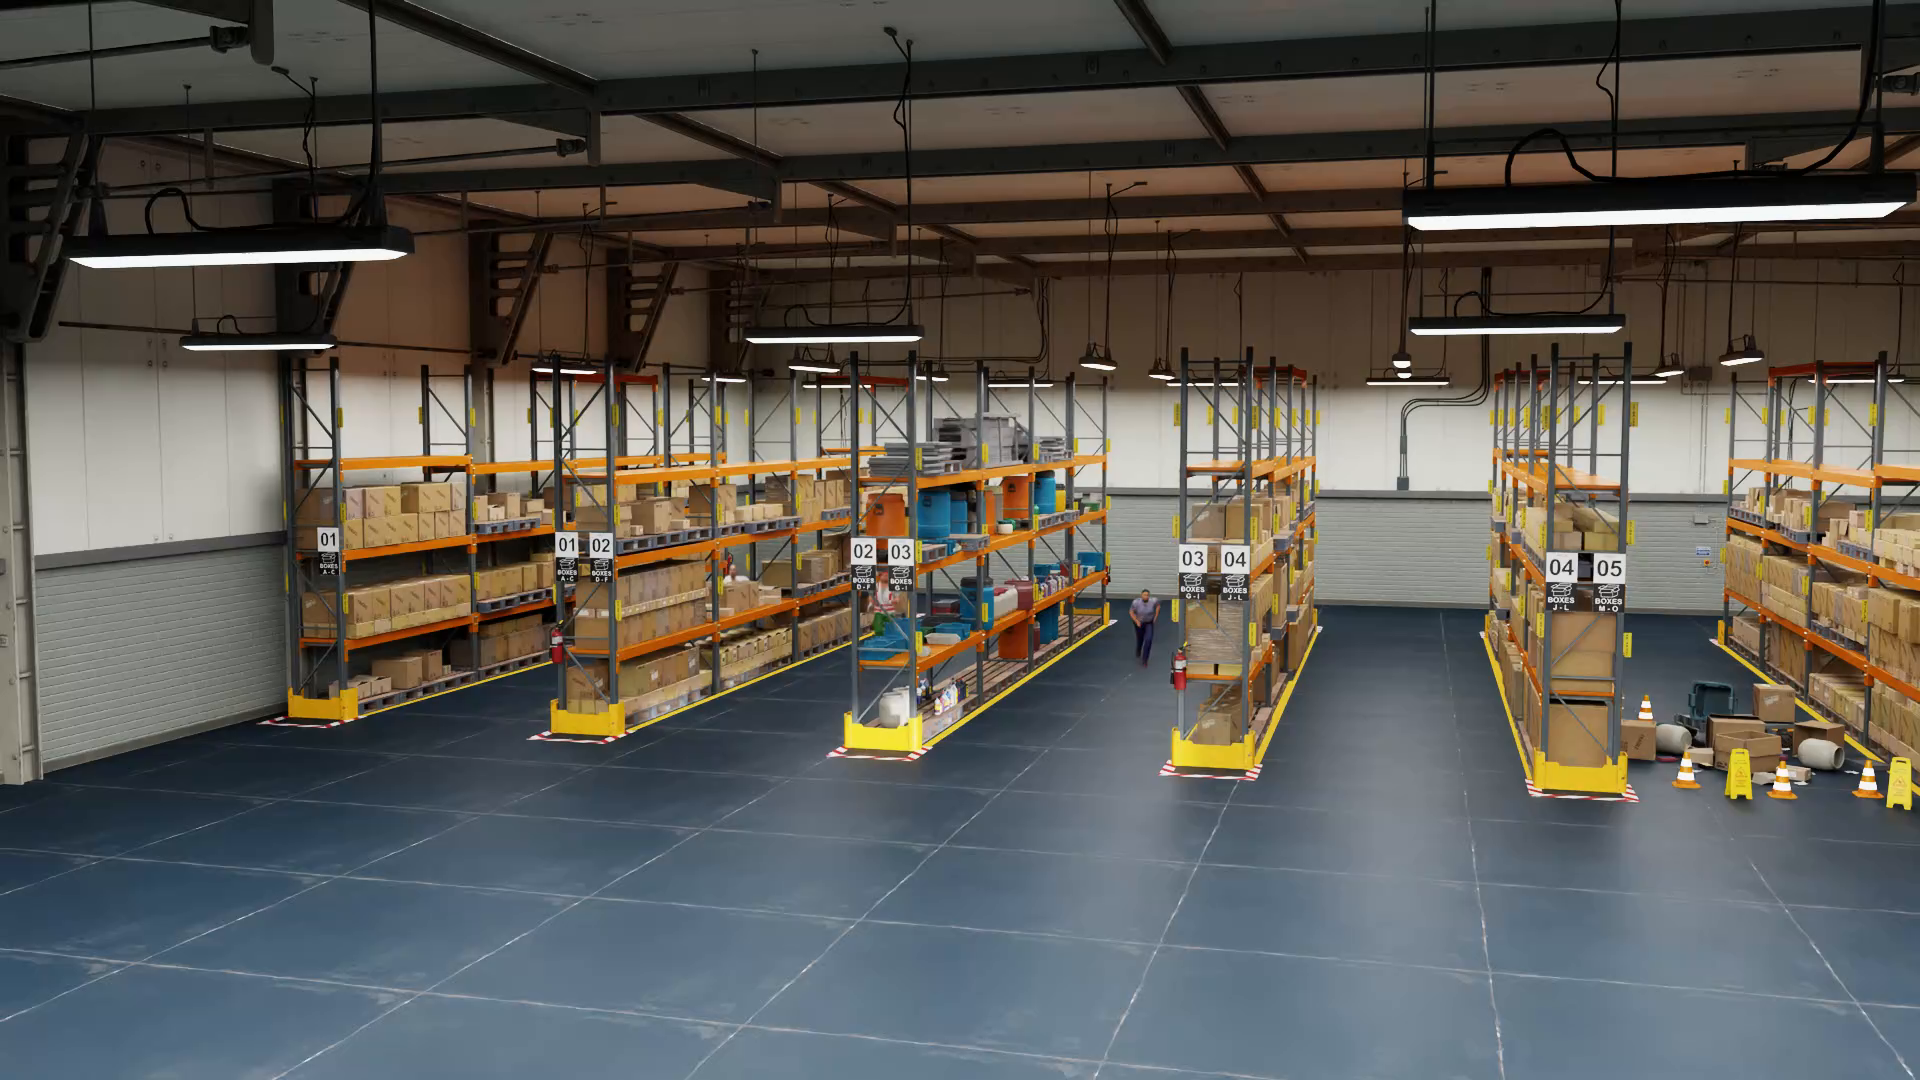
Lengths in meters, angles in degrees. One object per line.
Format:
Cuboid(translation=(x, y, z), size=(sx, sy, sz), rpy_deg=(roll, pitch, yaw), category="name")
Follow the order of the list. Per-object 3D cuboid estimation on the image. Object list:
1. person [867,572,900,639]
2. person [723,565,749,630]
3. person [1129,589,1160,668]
Cuboid(translation=(-1.489, 1.464, 32.302), size=(0.647, 1.835, 0.689), rpy_deg=(0, 4, 2), category="person")
Cuboid(translation=(-4.979, 1.430, 36.682), size=(0.659, 1.780, 0.849), rpy_deg=(1, 4, 17), category="person")
Cuboid(translation=(3.733, 1.761, 33.771), size=(0.631, 1.614, 0.956), rpy_deg=(0, 4, -4), category="person")
